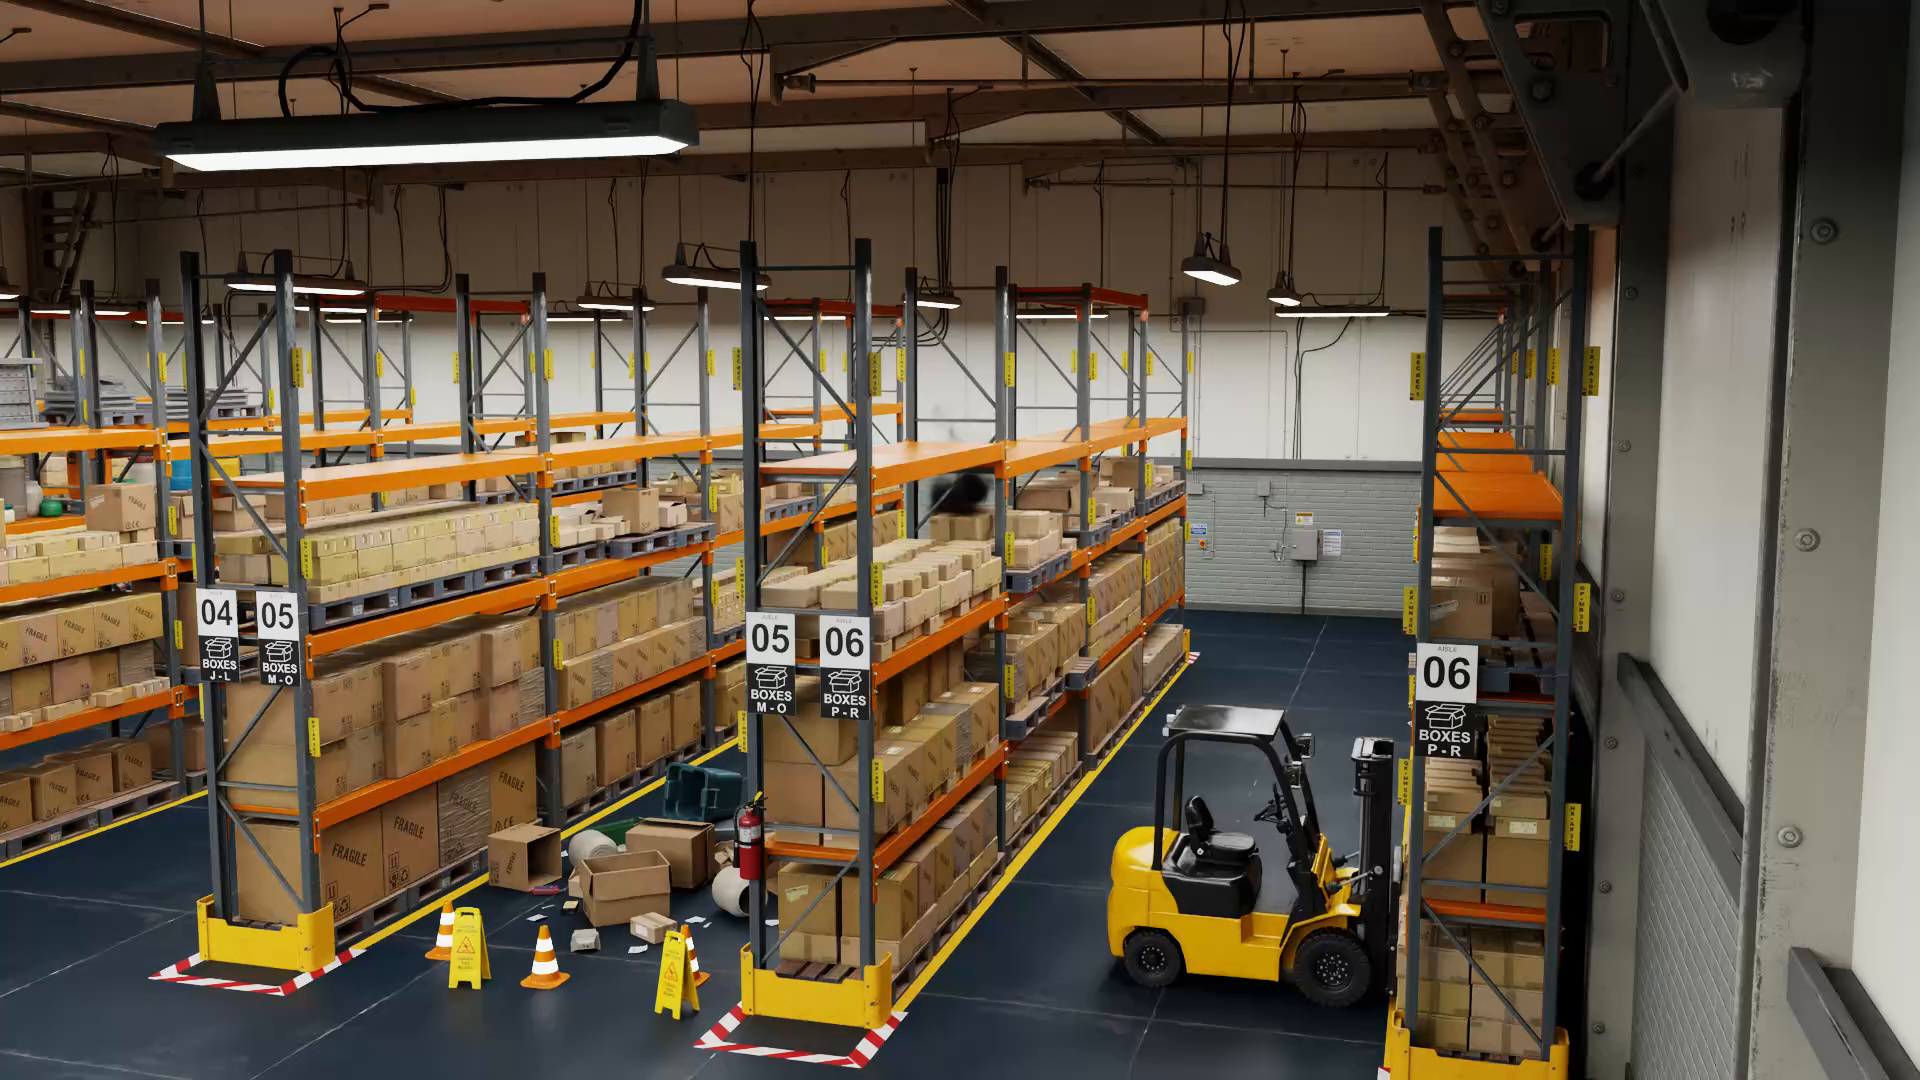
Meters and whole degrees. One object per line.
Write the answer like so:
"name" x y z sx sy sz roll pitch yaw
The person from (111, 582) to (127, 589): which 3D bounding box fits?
"person" -14.711 1.002 29.141 0.695 1.771 0.962 0 6 2
